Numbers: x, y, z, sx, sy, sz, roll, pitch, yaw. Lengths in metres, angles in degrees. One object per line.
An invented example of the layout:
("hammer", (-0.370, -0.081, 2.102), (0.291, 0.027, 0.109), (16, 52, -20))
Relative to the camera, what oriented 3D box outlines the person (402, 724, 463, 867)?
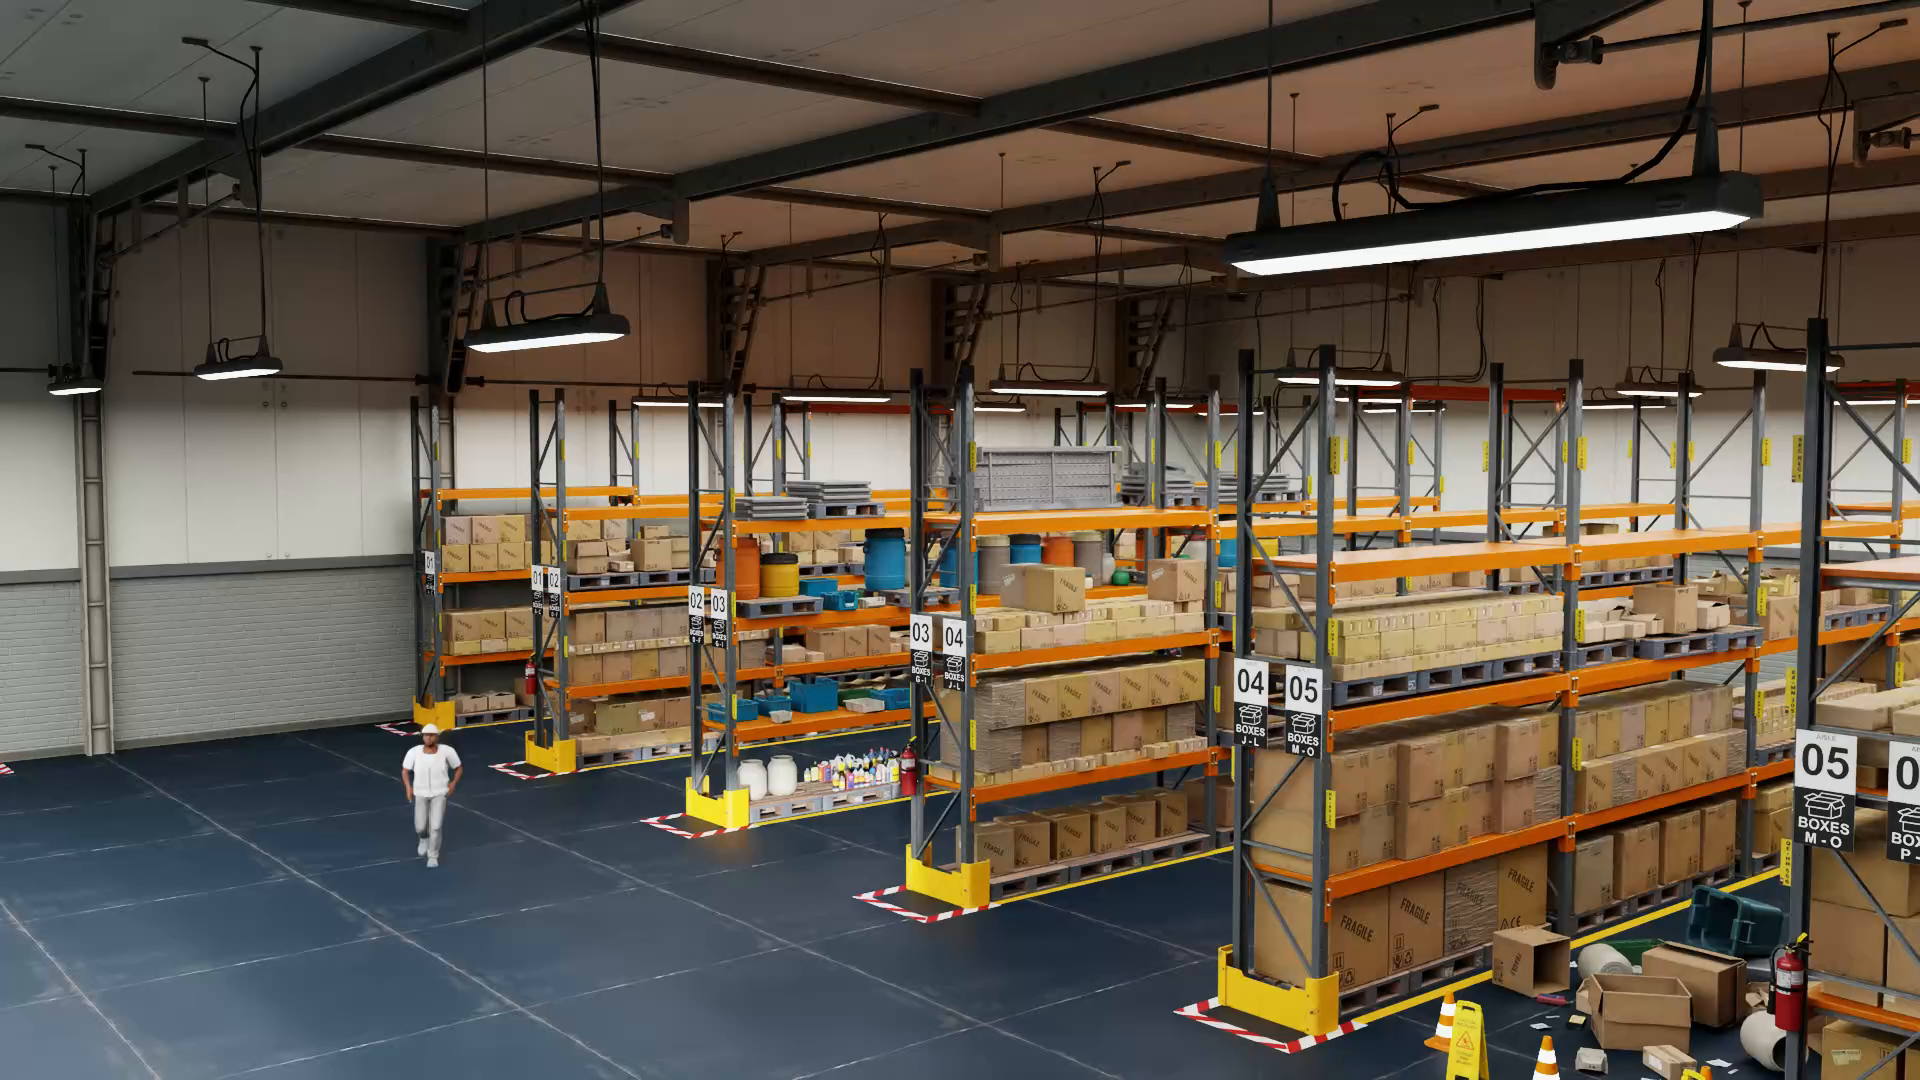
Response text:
("person", (-6.456, 3.102, 20.372), (0.719, 1.737, 0.577), (-1, 3, -13))
